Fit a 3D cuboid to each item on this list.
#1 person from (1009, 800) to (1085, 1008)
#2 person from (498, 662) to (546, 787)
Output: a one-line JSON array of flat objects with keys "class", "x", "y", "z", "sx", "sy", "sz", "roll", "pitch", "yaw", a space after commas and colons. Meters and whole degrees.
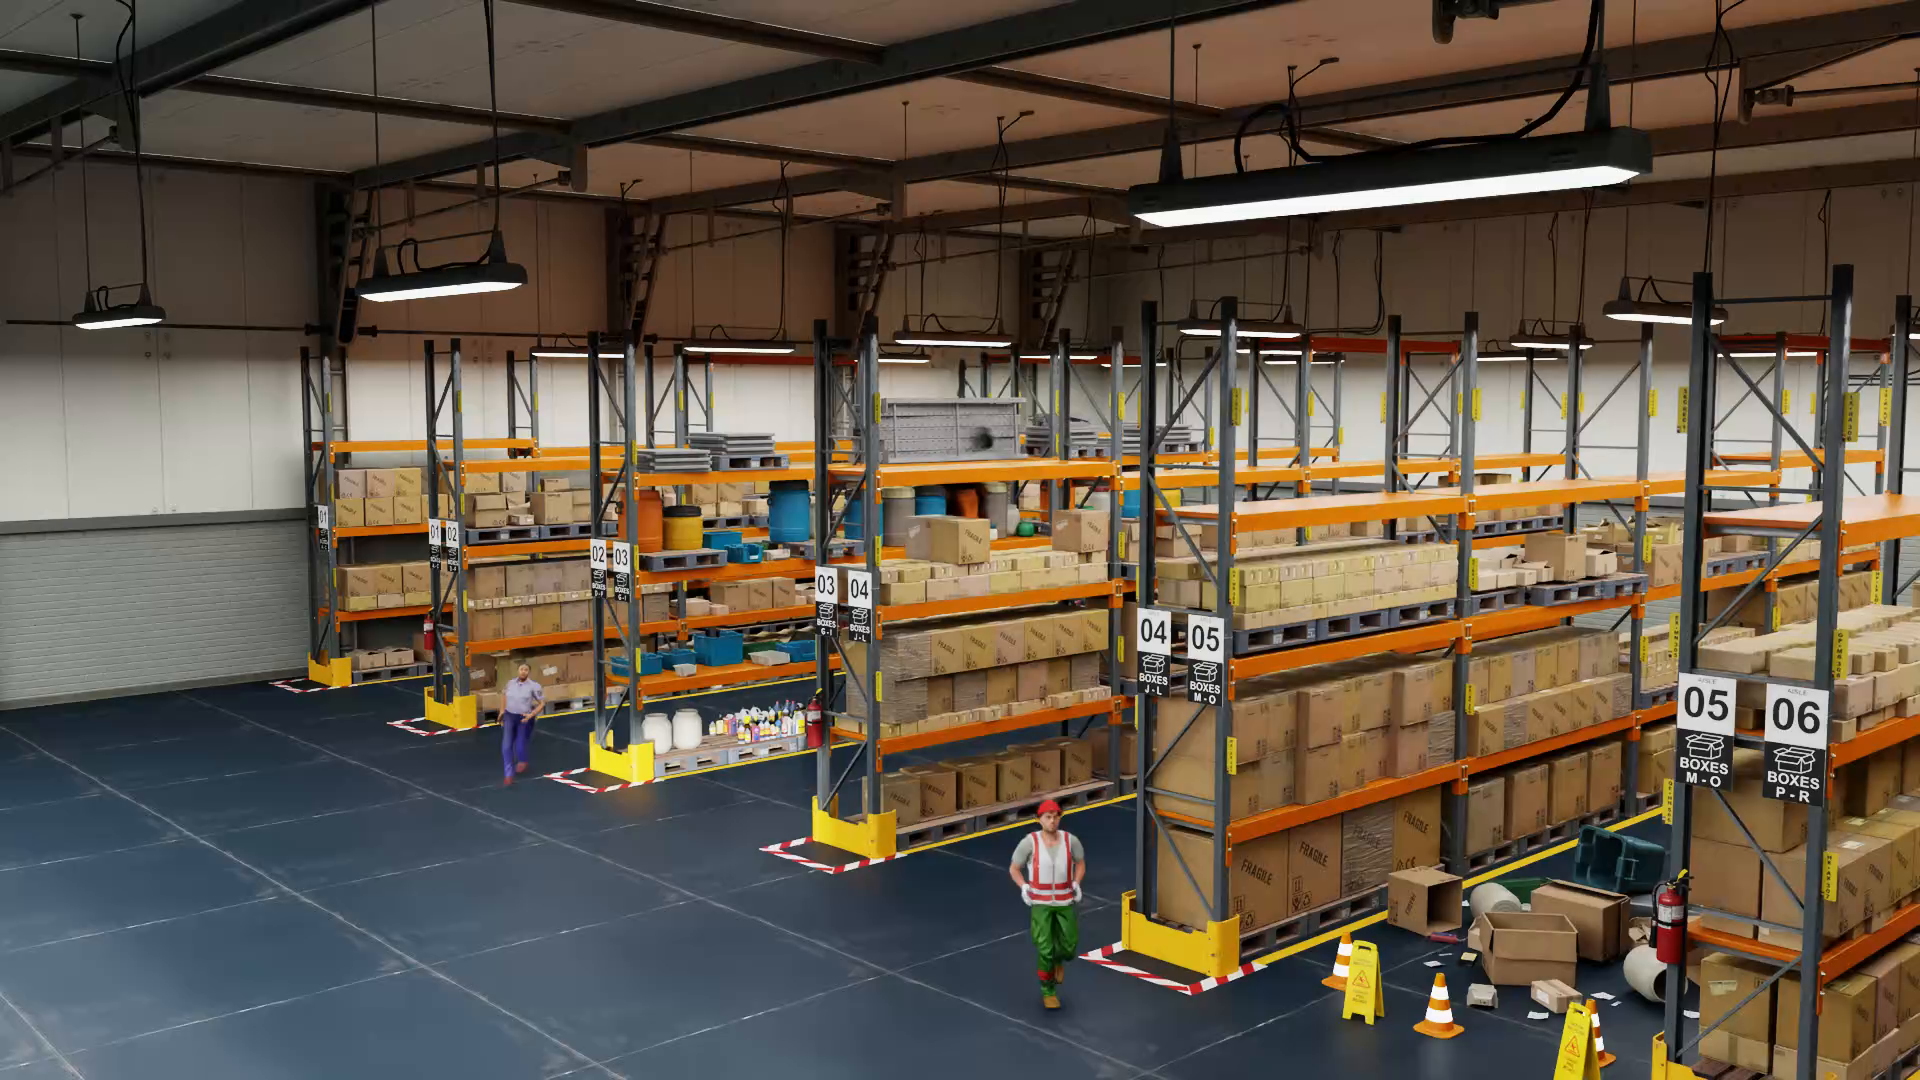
[{"class": "person", "x": 0.757, "y": 3.059, "z": 14.095, "sx": 0.663, "sy": 1.738, "sz": 0.623, "roll": -1, "pitch": 5, "yaw": -8}, {"class": "person", "x": -5.839, "y": 2.428, "z": 22.169, "sx": 0.649, "sy": 1.627, "sz": 0.685, "roll": 0, "pitch": 5, "yaw": 3}]
